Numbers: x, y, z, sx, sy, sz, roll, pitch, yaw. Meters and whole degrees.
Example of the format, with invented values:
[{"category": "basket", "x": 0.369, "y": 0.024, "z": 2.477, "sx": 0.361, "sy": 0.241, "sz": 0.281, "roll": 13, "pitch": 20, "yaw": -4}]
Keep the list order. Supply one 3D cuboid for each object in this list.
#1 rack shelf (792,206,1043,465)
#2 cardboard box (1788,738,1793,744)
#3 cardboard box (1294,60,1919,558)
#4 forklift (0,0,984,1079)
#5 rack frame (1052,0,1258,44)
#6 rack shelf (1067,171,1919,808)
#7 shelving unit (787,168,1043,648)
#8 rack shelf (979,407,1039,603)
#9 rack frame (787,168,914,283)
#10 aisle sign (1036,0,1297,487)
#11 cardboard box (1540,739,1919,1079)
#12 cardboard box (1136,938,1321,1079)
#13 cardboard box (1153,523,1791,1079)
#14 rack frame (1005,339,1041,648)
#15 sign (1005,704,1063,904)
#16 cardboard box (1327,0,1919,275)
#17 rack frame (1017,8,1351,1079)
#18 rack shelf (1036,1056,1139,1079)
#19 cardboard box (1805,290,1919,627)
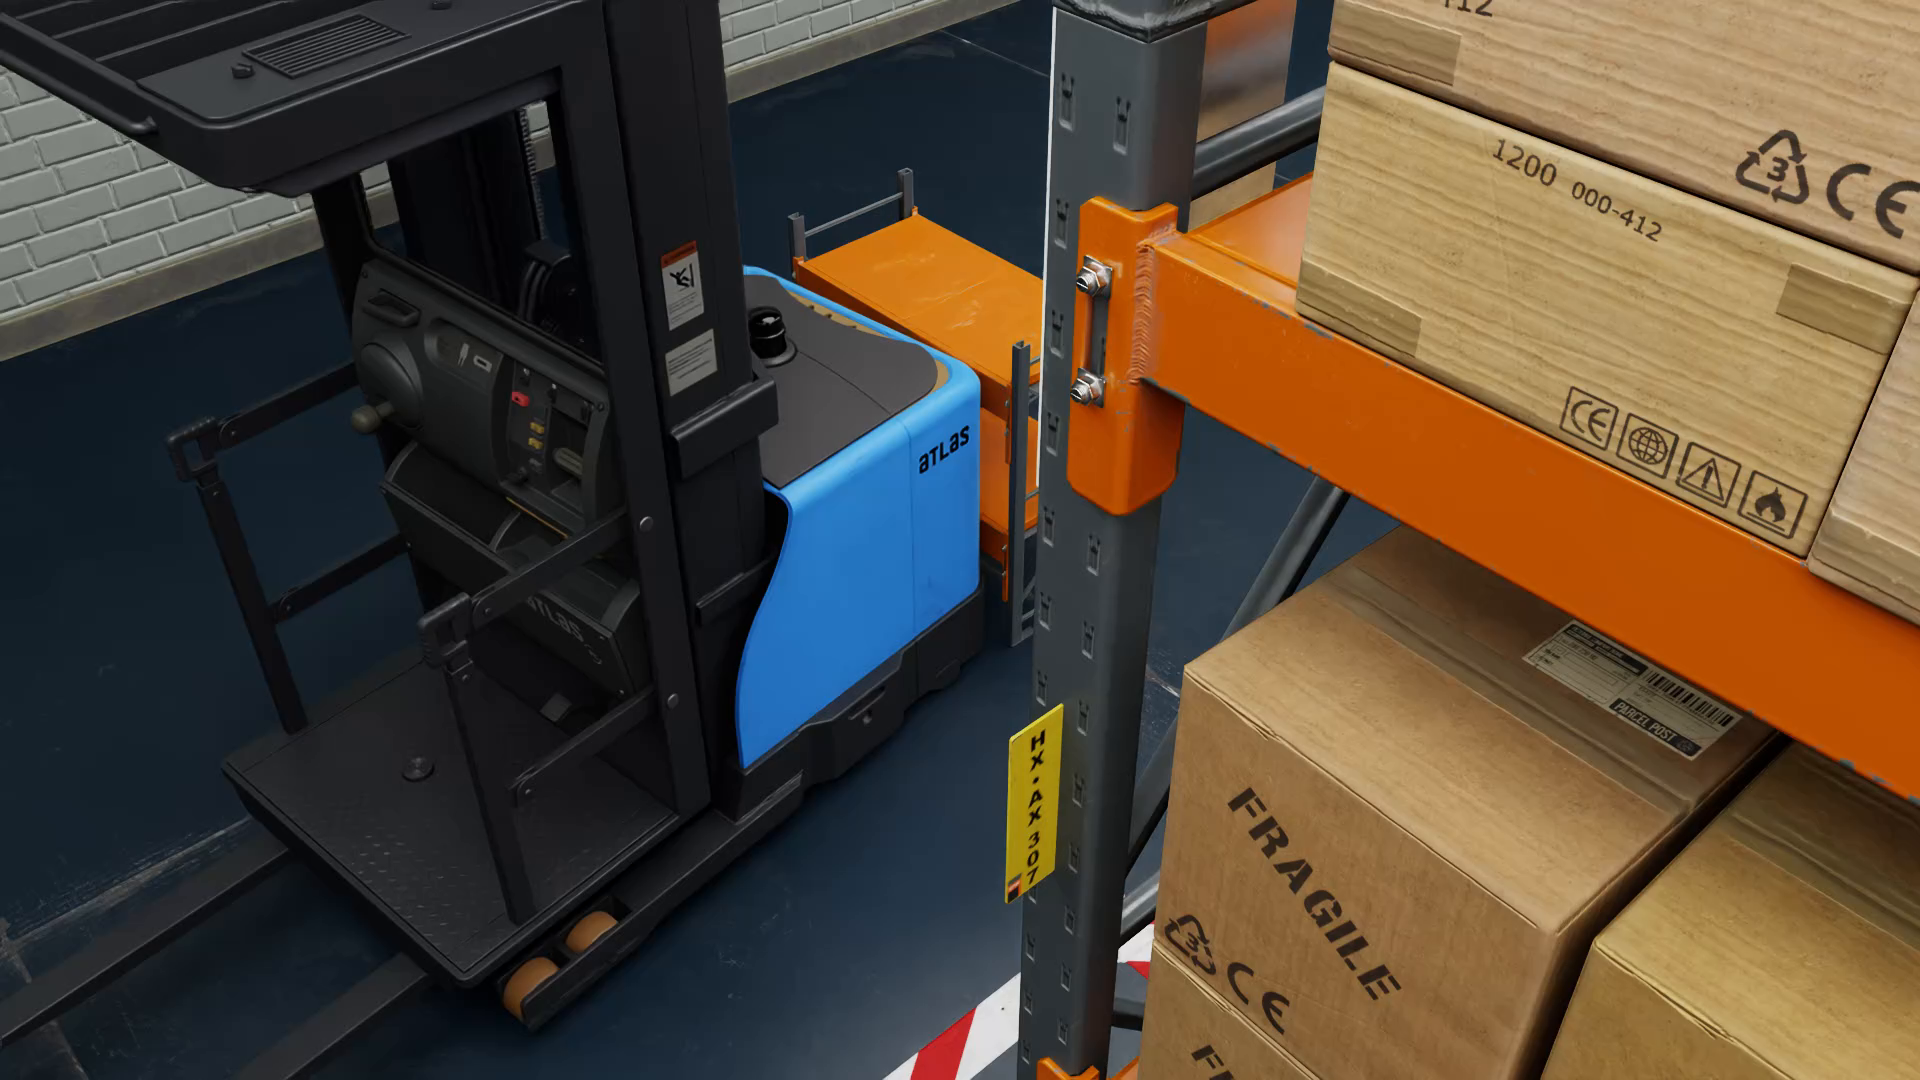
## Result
[{"category": "rack shelf", "x": -0.005, "y": -0.668, "z": 5.217, "sx": 0.538, "sy": 0.278, "sz": 1.000, "roll": -30, "pitch": 48, "yaw": -32}, {"category": "cardboard box", "x": 1.004, "y": 0.125, "z": 2.333, "sx": 0.500, "sy": 0.500, "sz": 0.500, "roll": -30, "pitch": 48, "yaw": -32}, {"category": "cardboard box", "x": 0.661, "y": -0.299, "z": 1.465, "sx": 0.500, "sy": 0.250, "sz": 0.500, "roll": -30, "pitch": 48, "yaw": -32}, {"category": "forklift", "x": -1.265, "y": -0.272, "z": 3.754, "sx": 1.130, "sy": 2.935, "sz": 3.031, "roll": 28, "pitch": 47, "yaw": 30}, {"category": "rack frame", "x": 0.500, "y": -1.870, "z": 0.904, "sx": 1.000, "sy": 3.000, "sz": 0.127, "roll": -30, "pitch": 48, "yaw": -32}, {"category": "rack shelf", "x": 1.853, "y": 0.502, "z": 0.926, "sx": 1.077, "sy": 0.370, "sz": 4.000, "roll": -30, "pitch": 48, "yaw": -32}, {"category": "shelving unit", "x": -0.005, "y": -0.441, "z": 5.400, "sx": 0.538, "sy": 1.125, "sz": 1.048, "roll": -30, "pitch": 48, "yaw": -32}, {"category": "rack shelf", "x": -0.005, "y": -0.250, "z": 5.554, "sx": 0.538, "sy": 0.278, "sz": 1.000, "roll": -30, "pitch": 48, "yaw": -32}, {"category": "rack frame", "x": -0.348, "y": -0.676, "z": 5.692, "sx": 0.500, "sy": 1.125, "sz": 0.032, "roll": -30, "pitch": 48, "yaw": -32}, {"category": "aisle sign", "x": 0.238, "y": -0.454, "z": 1.856, "sx": 0.394, "sy": 0.787, "sz": 0.004, "roll": -30, "pitch": 48, "yaw": -32}, {"category": "cardboard box", "x": 0.965, "y": 0.592, "z": 1.754, "sx": 0.500, "sy": 0.500, "sz": 0.500, "roll": -29, "pitch": 47, "yaw": -31}, {"category": "cardboard box", "x": 0.606, "y": 0.742, "z": 2.364, "sx": 0.500, "sy": 0.500, "sz": 0.500, "roll": -29, "pitch": 47, "yaw": -31}, {"category": "cardboard box", "x": 0.606, "y": 0.353, "z": 2.050, "sx": 0.500, "sy": 0.500, "sz": 0.500, "roll": -28, "pitch": 47, "yaw": -31}, {"category": "rack frame", "x": 0.339, "y": -0.205, "z": 5.109, "sx": 0.500, "sy": 1.125, "sz": 0.032, "roll": -30, "pitch": 48, "yaw": -32}, {"category": "sign", "x": 0.101, "y": 0.358, "z": 2.231, "sx": 0.100, "sy": 0.325, "sz": 0.005, "roll": -30, "pitch": 48, "yaw": -32}, {"category": "cardboard box", "x": 0.656, "y": -0.491, "z": 1.305, "sx": 0.500, "sy": 0.250, "sz": 0.500, "roll": -30, "pitch": 48, "yaw": -32}, {"category": "rack frame", "x": 0.500, "y": 0.464, "z": 2.788, "sx": 1.000, "sy": 3.000, "sz": 0.127, "roll": -30, "pitch": 48, "yaw": -32}, {"category": "rack shelf", "x": 1.853, "y": 1.669, "z": 1.868, "sx": 1.077, "sy": 0.370, "sz": 4.000, "roll": -30, "pitch": 48, "yaw": -32}, {"category": "cardboard box", "x": 0.989, "y": -0.062, "z": 1.172, "sx": 0.500, "sy": 0.250, "sz": 0.500, "roll": -30, "pitch": 48, "yaw": -32}]
